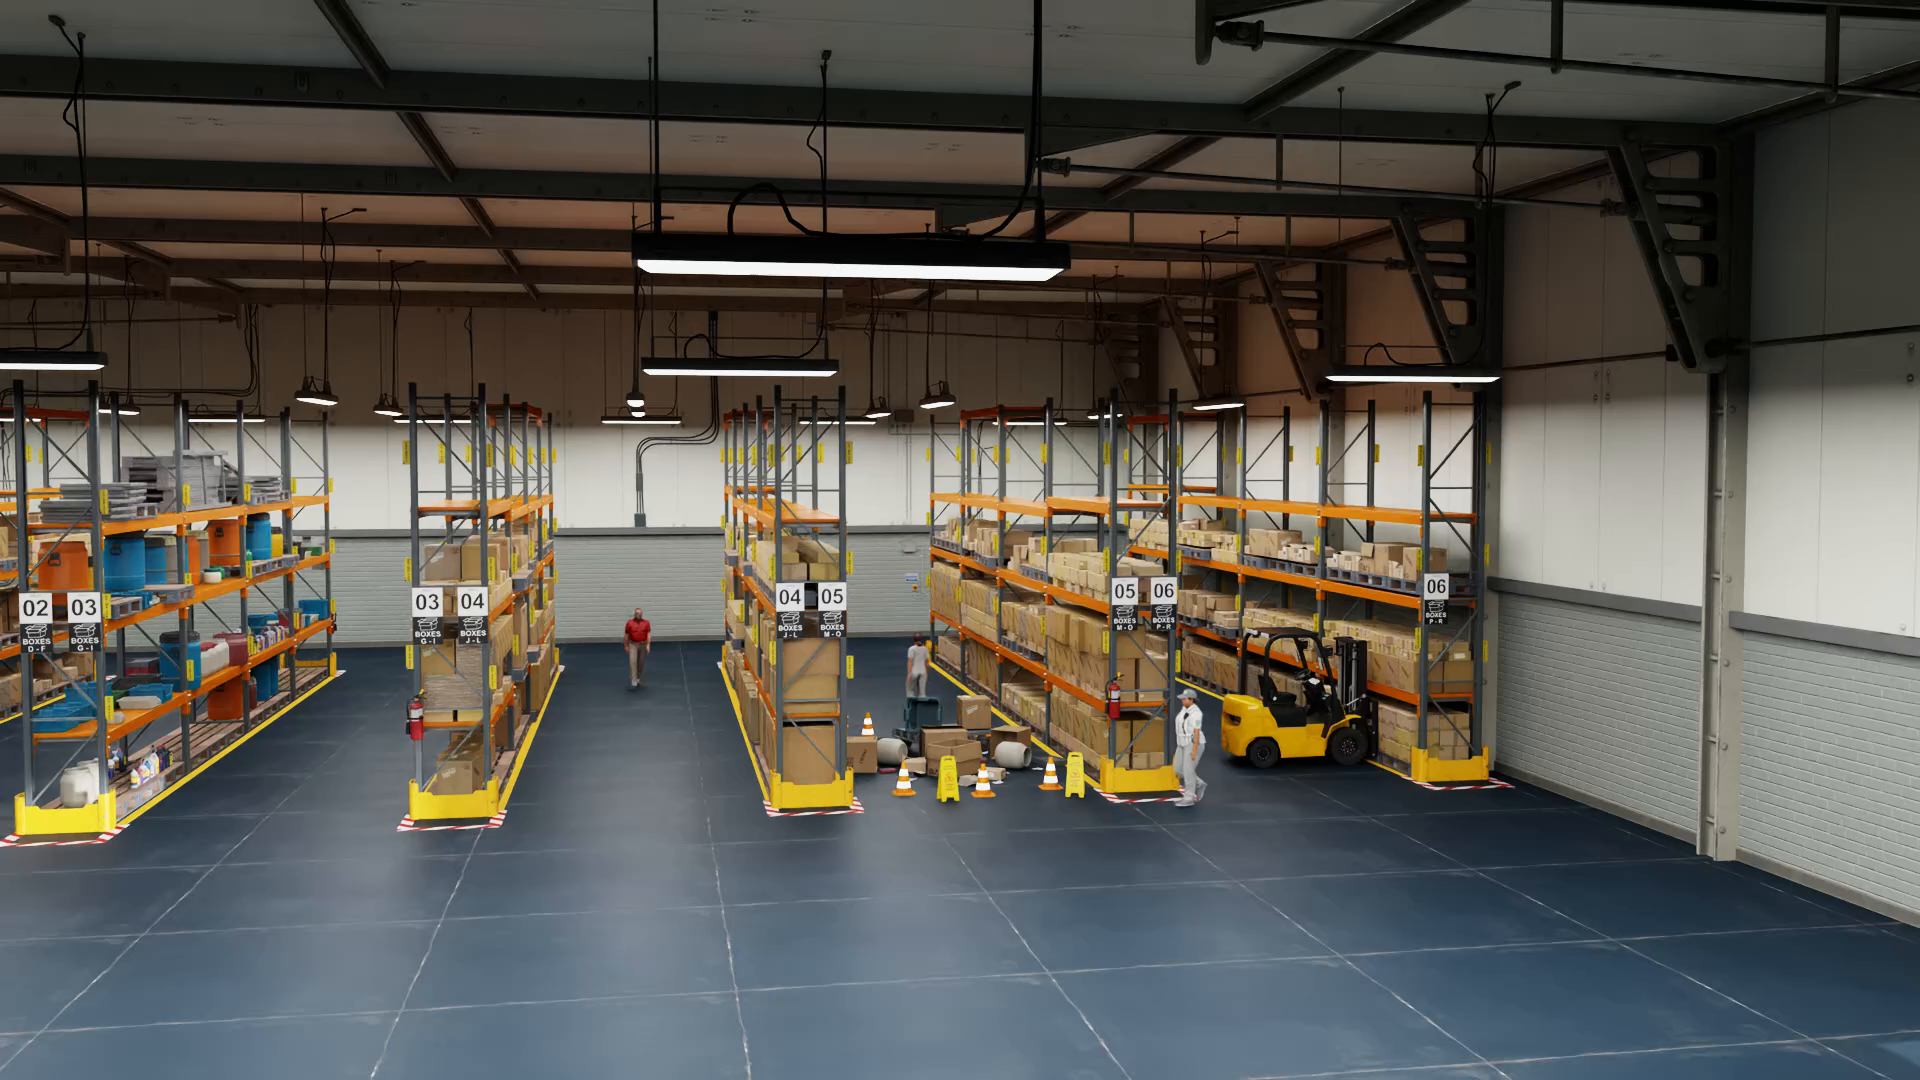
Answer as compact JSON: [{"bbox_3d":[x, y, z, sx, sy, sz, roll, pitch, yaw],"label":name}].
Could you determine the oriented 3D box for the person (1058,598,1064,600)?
[{"bbox_3d":[2.692,2.040,42.765,0.814,1.562,0.416,-1,3,-16],"label":"person"}]

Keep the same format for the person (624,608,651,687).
[{"bbox_3d":[-6.961,2.315,36.002,0.574,1.676,0.992,-1,3,-27],"label":"person"}]

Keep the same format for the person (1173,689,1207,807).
[{"bbox_3d":[3.313,2.957,23.840,0.588,1.657,0.518,-1,3,-18],"label":"person"}]

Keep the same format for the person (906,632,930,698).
[{"bbox_3d":[-0.788,2.598,31.478,0.479,1.709,0.606,-1,3,-21],"label":"person"}]
